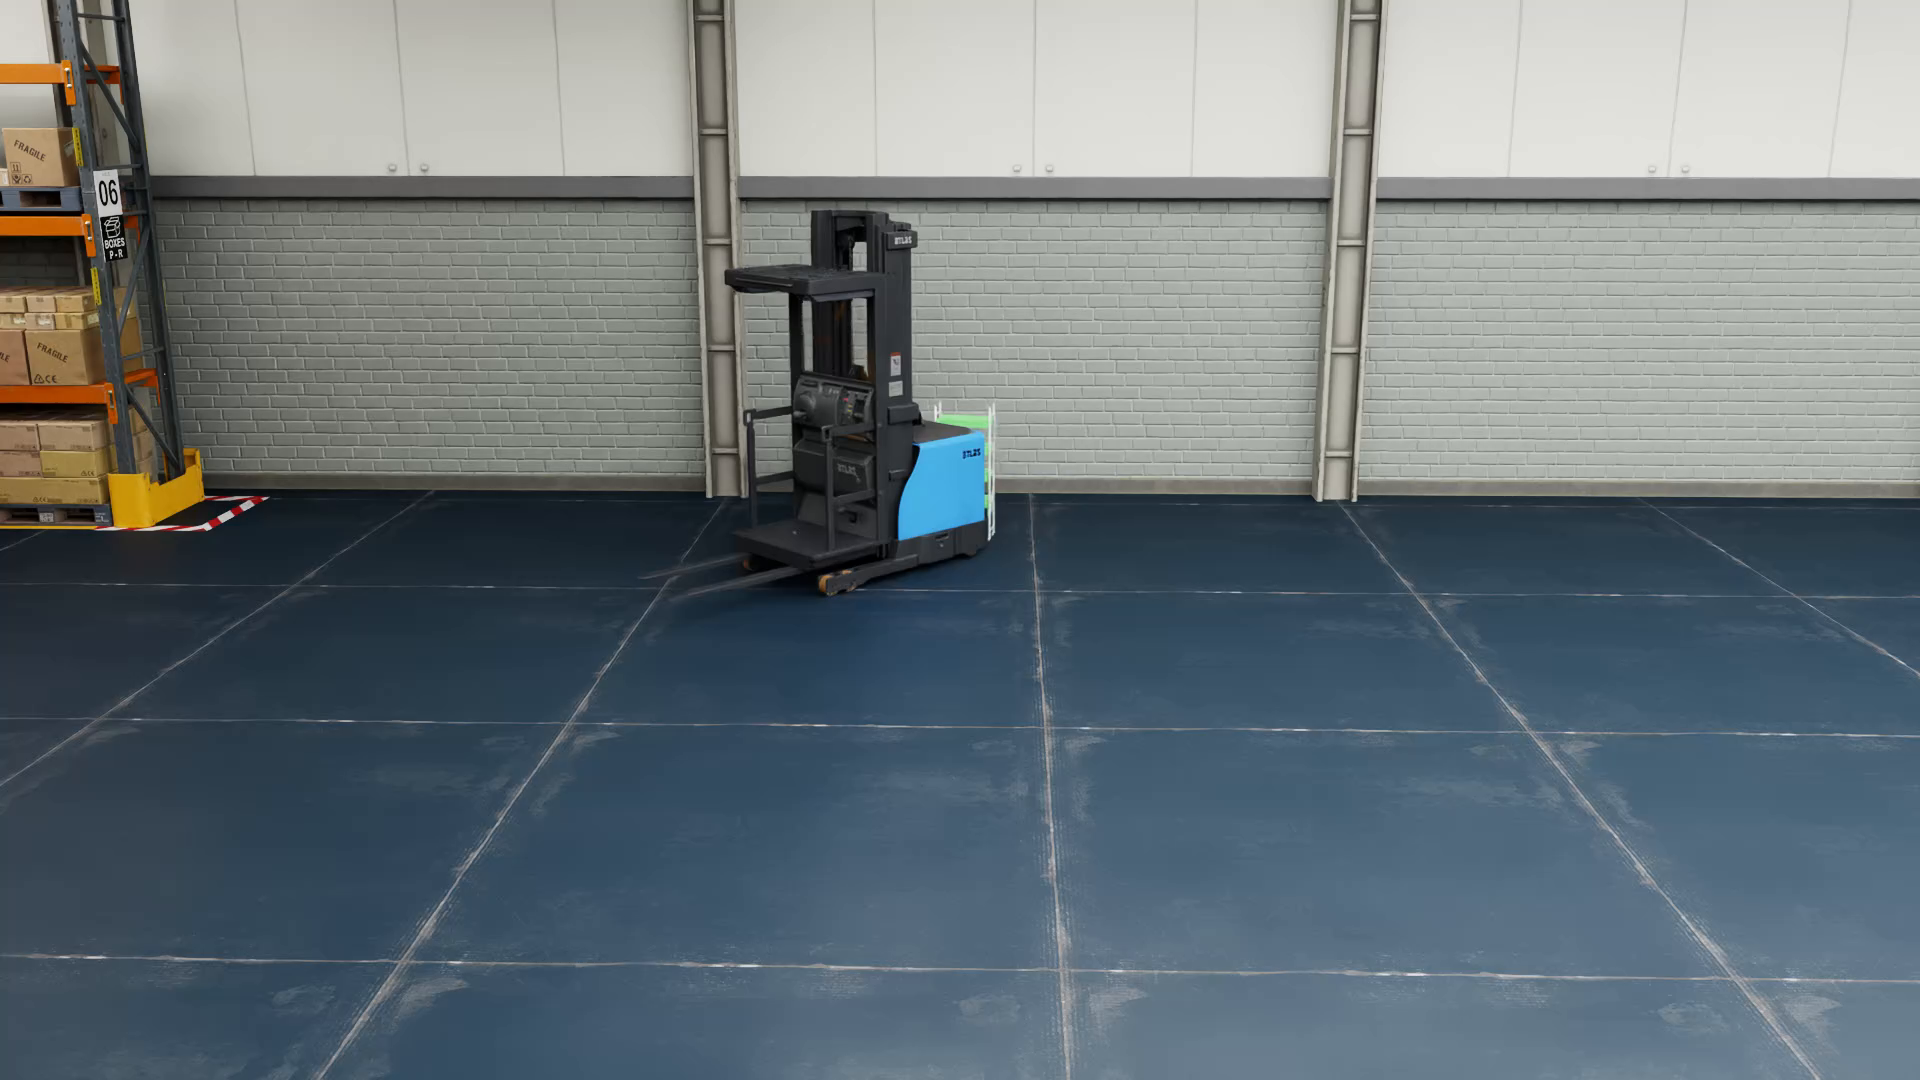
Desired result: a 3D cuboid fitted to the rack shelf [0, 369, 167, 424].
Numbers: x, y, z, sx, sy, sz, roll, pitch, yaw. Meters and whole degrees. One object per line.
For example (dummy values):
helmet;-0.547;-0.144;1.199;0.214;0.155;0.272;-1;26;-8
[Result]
rack shelf;-9.630;-1.377;15.589;4.000;0.370;1.077;0;15;1

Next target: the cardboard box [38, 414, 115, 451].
cardboard box;-8.099;-0.992;15.327;0.500;0.250;0.500;1;15;3

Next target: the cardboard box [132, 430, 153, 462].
cardboard box;-8.095;-0.883;15.893;0.500;0.250;0.500;1;15;2

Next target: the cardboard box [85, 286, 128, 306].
cardboard box;-7.961;-2.274;15.529;0.250;0.149;0.380;0;15;0

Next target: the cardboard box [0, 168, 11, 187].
cardboard box;-8.466;-3.220;14.757;0.250;0.149;0.380;0;15;0

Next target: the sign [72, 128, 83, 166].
sign;-7.658;-3.414;14.438;0.005;0.325;0.100;0;15;1

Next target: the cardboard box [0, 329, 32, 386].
cardboard box;-8.647;-1.702;15.215;0.500;0.500;0.500;1;15;3

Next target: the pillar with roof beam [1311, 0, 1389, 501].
pillar with roof beam;3.583;-3.671;11.113;0.400;9.000;9.100;0;15;1

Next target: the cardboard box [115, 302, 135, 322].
cardboard box;-7.963;-2.142;15.611;0.250;0.149;0.380;0;15;0

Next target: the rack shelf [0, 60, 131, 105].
rack shelf;-9.630;-4.084;14.874;4.000;0.370;1.077;0;15;1

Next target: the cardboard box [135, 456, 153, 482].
cardboard box;-8.116;-0.638;15.946;0.500;0.250;0.500;0;15;2

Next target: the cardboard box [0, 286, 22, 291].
cardboard box;-8.997;-2.283;15.564;0.250;0.149;0.380;1;15;3

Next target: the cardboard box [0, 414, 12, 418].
cardboard box;-9.114;-0.995;15.337;0.500;0.250;0.500;1;15;2

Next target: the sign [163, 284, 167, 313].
sign;-7.610;-2.310;15.863;0.005;0.325;0.100;0;15;1

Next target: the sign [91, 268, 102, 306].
sign;-7.658;-2.248;14.745;0.005;0.325;0.100;0;15;1

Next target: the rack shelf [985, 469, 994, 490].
rack shelf;0.044;-0.555;14.842;0.480;0.148;0.258;3;15;11

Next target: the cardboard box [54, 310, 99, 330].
cardboard box;-7.984;-2.004;15.090;0.250;0.149;0.380;1;15;2

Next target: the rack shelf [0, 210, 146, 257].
rack shelf;-9.630;-2.827;15.206;4.000;0.370;1.077;0;15;1

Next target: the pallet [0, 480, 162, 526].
pallet;-8.396;-0.358;15.782;1.213;0.211;1.003;0;15;1

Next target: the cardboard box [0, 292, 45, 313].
cardboard box;-8.503;-2.154;15.075;0.250;0.149;0.380;1;15;3

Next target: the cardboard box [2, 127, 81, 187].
cardboard box;-8.079;-3.402;14.761;0.500;0.500;0.500;1;15;3

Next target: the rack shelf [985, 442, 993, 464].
rack shelf;0.044;-0.787;14.781;0.480;0.148;0.258;3;15;11

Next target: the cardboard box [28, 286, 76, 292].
cardboard box;-8.486;-2.282;15.561;0.250;0.149;0.380;1;15;2

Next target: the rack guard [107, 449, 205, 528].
rack guard;-7.606;-0.503;15.766;0.348;0.500;1.175;0;15;1

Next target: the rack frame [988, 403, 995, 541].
rack frame;0.283;-0.605;14.780;0.015;1.200;0.240;3;15;11

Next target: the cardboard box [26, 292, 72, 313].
cardboard box;-8.241;-2.160;15.095;0.250;0.149;0.380;0;15;2

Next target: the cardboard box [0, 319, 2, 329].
cardboard box;-8.746;-2.020;15.150;0.250;0.149;0.380;0;15;1

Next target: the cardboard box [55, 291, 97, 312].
cardboard box;-7.994;-2.166;15.119;0.250;0.149;0.380;0;15;2

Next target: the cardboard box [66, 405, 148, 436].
cardboard box;-8.106;-1.120;15.812;0.500;0.250;0.500;0;15;1

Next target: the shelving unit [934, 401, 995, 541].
shelving unit;0.044;-0.617;14.826;0.503;1.200;0.258;3;15;11

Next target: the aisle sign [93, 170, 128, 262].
aisle sign;-7.572;-2.893;14.830;0.004;0.787;0.394;0;15;1

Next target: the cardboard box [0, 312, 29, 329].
cardboard box;-8.498;-2.016;15.133;0.250;0.149;0.380;1;15;2

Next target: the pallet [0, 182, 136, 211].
pallet;-8.336;-3.130;15.119;1.213;0.211;1.003;0;15;1

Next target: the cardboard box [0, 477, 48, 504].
cardboard box;-8.605;-0.513;15.472;0.500;0.250;0.500;0;15;1

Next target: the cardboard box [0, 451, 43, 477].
cardboard box;-8.626;-0.756;15.414;0.500;0.250;0.500;0;15;1

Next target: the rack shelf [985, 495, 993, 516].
rack shelf;0.044;-0.323;14.903;0.480;0.148;0.258;3;15;11

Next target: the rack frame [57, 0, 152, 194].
rack frame;-7.630;-4.612;14.682;0.127;3.000;1.000;0;15;1

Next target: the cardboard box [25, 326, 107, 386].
cardboard box;-8.129;-1.696;15.193;0.500;0.500;0.500;0;15;0

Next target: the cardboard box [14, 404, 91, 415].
cardboard box;-8.606;-1.122;15.821;0.500;0.250;0.500;0;15;2

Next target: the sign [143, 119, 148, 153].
sign;-7.610;-3.764;15.480;0.005;0.325;0.100;0;15;1

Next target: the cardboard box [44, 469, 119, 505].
cardboard box;-8.108;-0.508;15.451;0.500;0.250;0.500;0;15;2

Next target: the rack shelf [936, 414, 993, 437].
rack shelf;0.044;-1.019;14.720;0.480;0.148;0.258;3;15;11

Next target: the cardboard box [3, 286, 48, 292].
cardboard box;-8.733;-2.288;15.581;0.250;0.149;0.380;0;15;2

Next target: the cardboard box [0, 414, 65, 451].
cardboard box;-8.609;-0.994;15.334;0.500;0.250;0.500;1;15;2

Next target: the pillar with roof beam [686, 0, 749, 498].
pillar with roof beam;-2.415;-3.710;11.261;0.400;9.000;9.100;0;15;1

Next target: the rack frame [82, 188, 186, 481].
rack frame;-7.630;-1.712;15.447;0.127;3.000;1.000;0;15;1

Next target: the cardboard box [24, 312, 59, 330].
cardboard box;-8.240;-1.998;15.067;0.250;0.149;0.380;1;15;2

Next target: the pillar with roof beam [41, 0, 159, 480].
pillar with roof beam;-8.413;-3.749;11.409;0.400;9.000;9.100;0;15;1

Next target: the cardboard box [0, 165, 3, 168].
cardboard box;-8.720;-3.278;14.749;0.258;0.266;0.396;0;15;2

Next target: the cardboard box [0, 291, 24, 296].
cardboard box;-8.750;-2.175;15.154;0.250;0.149;0.380;0;15;2

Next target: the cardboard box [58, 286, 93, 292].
cardboard box;-8.225;-2.292;15.596;0.250;0.149;0.380;1;15;3

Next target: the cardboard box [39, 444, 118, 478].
cardboard box;-8.125;-0.750;15.391;0.500;0.250;0.500;0;15;1

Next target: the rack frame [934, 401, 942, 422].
rack frame;-0.195;-0.629;14.872;0.015;1.200;0.240;3;15;11

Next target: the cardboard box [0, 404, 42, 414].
cardboard box;-9.105;-1.128;15.843;0.500;0.250;0.500;0;15;1

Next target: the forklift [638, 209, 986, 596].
forklift;-1.179;-1.124;13.354;3.031;2.935;1.130;-14;20;-42

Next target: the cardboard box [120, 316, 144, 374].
cardboard box;-8.118;-1.834;15.715;0.500;0.500;0.500;1;15;3
